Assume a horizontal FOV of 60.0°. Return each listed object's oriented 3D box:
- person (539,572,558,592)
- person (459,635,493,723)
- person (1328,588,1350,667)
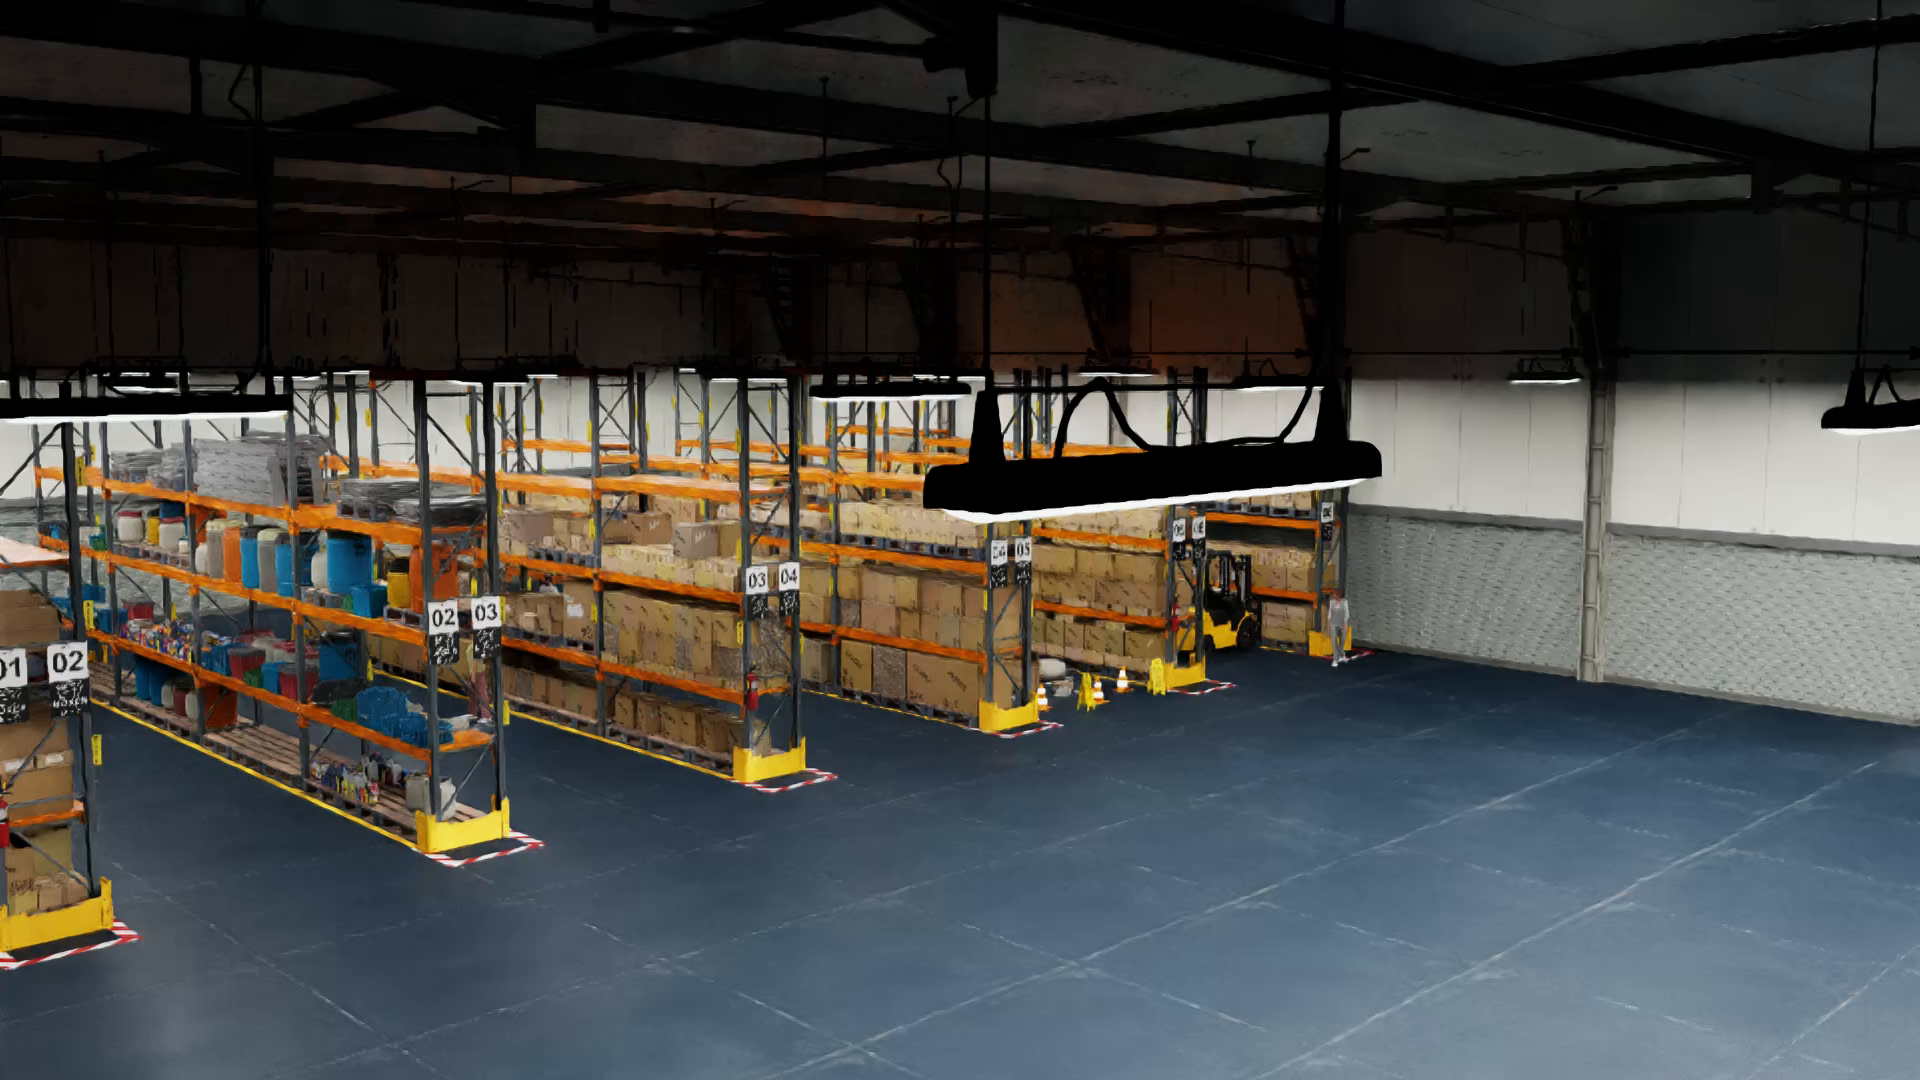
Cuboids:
[{"bbox_3d":[-8.686,1.506,35.261,0.540,1.679,0.449,2,7,16],"label":"person"},{"bbox_3d":[-8.322,2.275,28.485,0.564,1.666,0.560,-2,7,-16],"label":"person"},{"bbox_3d":[7.692,1.744,33.722,0.444,1.586,0.638,2,7,17],"label":"person"}]
